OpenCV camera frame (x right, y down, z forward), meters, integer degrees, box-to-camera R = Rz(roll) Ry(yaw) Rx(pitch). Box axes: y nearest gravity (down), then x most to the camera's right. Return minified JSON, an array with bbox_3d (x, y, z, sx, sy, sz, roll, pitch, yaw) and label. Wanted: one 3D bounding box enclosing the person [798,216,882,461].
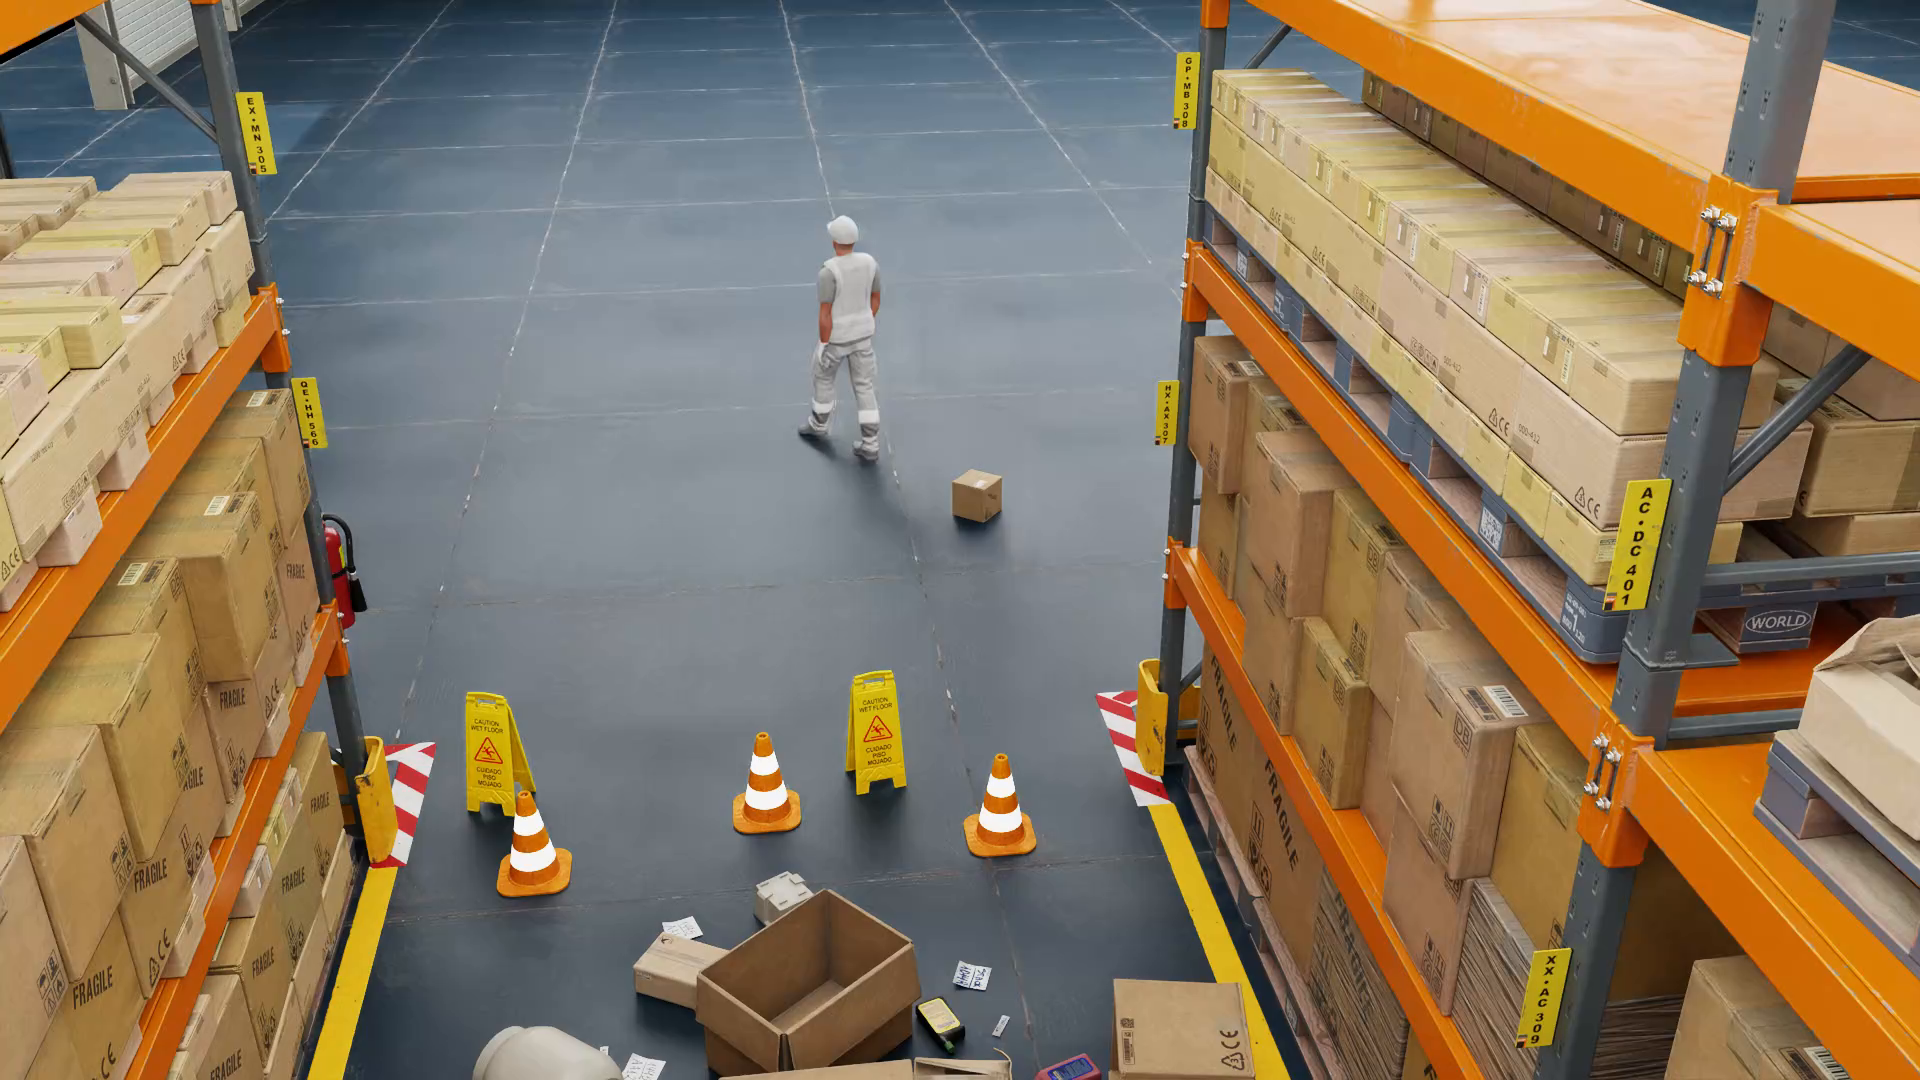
[{"bbox_3d":[-0.858,-1.504,12.009,0.608,1.768,0.888,-15,31,-27],"label":"person"}]
